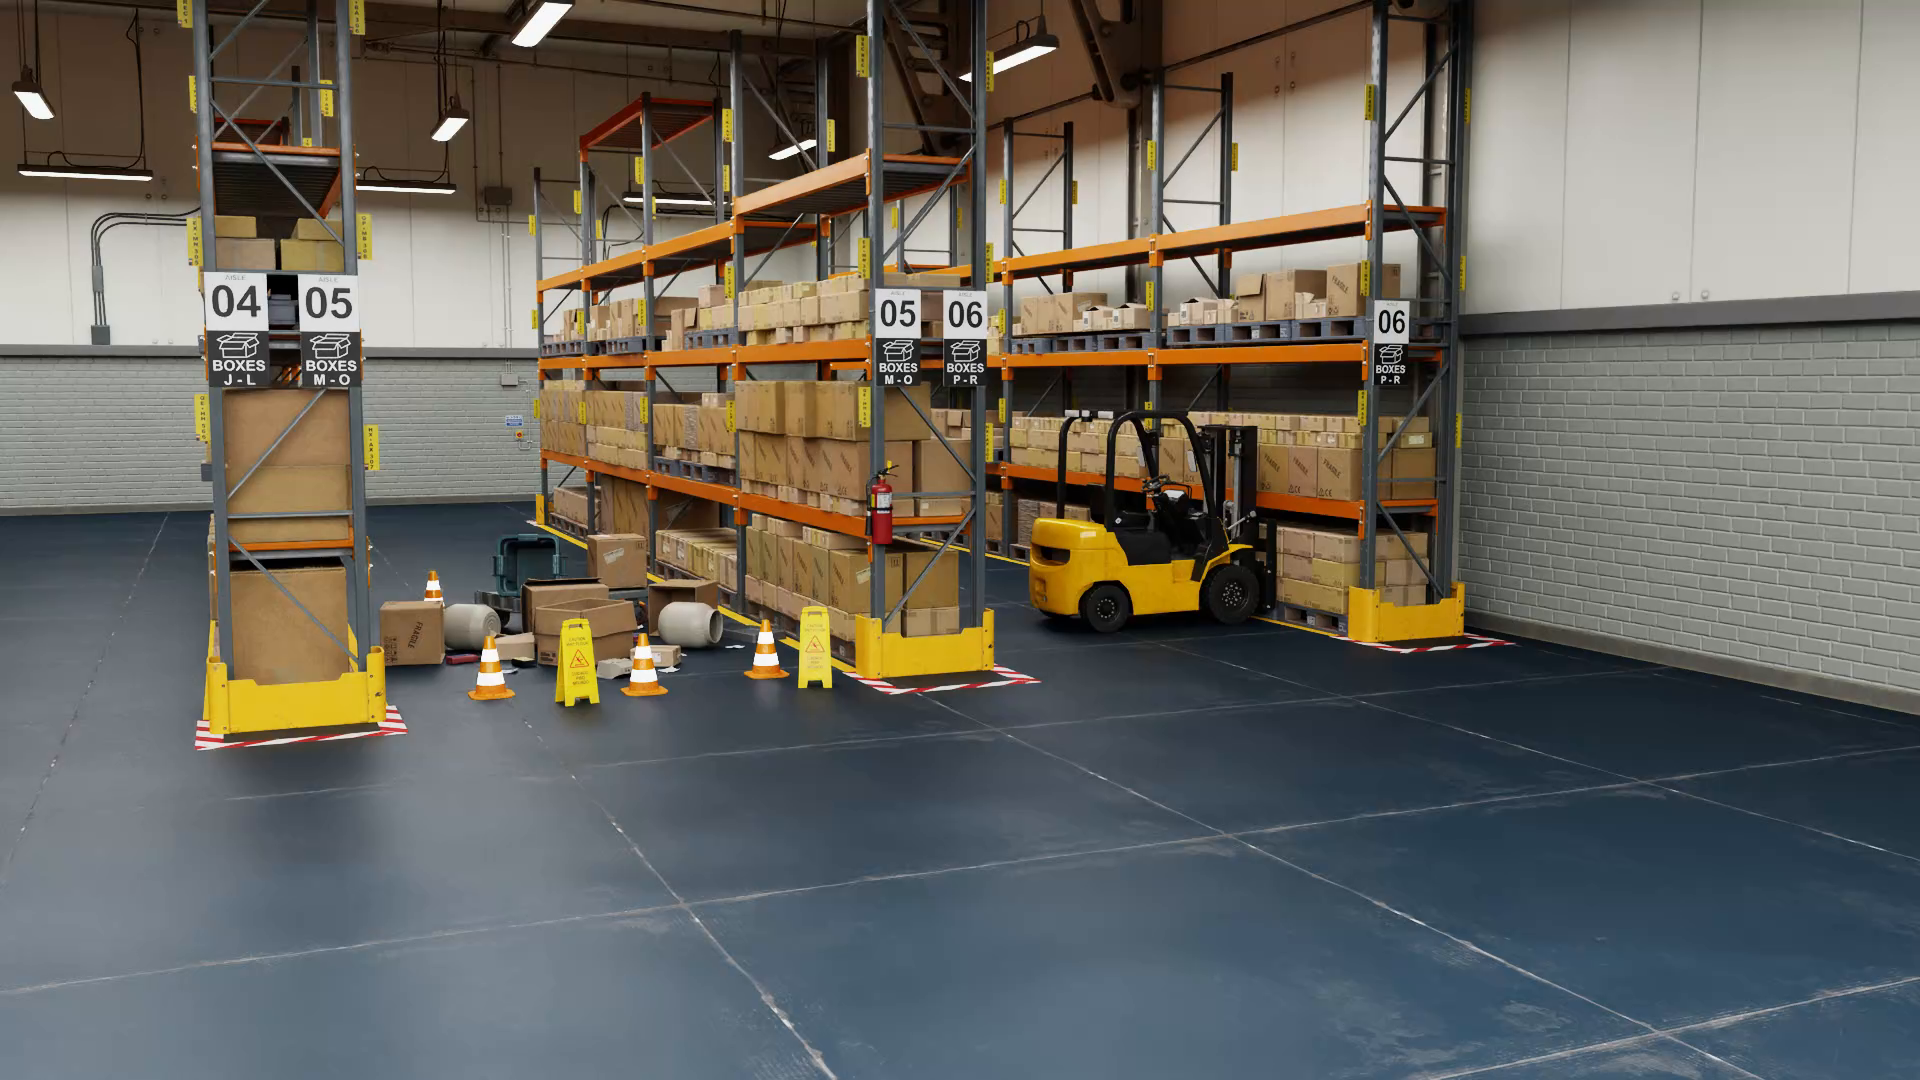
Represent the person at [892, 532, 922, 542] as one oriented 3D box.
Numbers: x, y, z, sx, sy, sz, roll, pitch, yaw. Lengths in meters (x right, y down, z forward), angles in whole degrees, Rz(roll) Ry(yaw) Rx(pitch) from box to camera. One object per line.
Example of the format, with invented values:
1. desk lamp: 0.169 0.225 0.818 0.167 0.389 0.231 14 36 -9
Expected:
1. person: -0.626 -0.142 18.453 0.545 1.666 0.371 -3 6 -27
